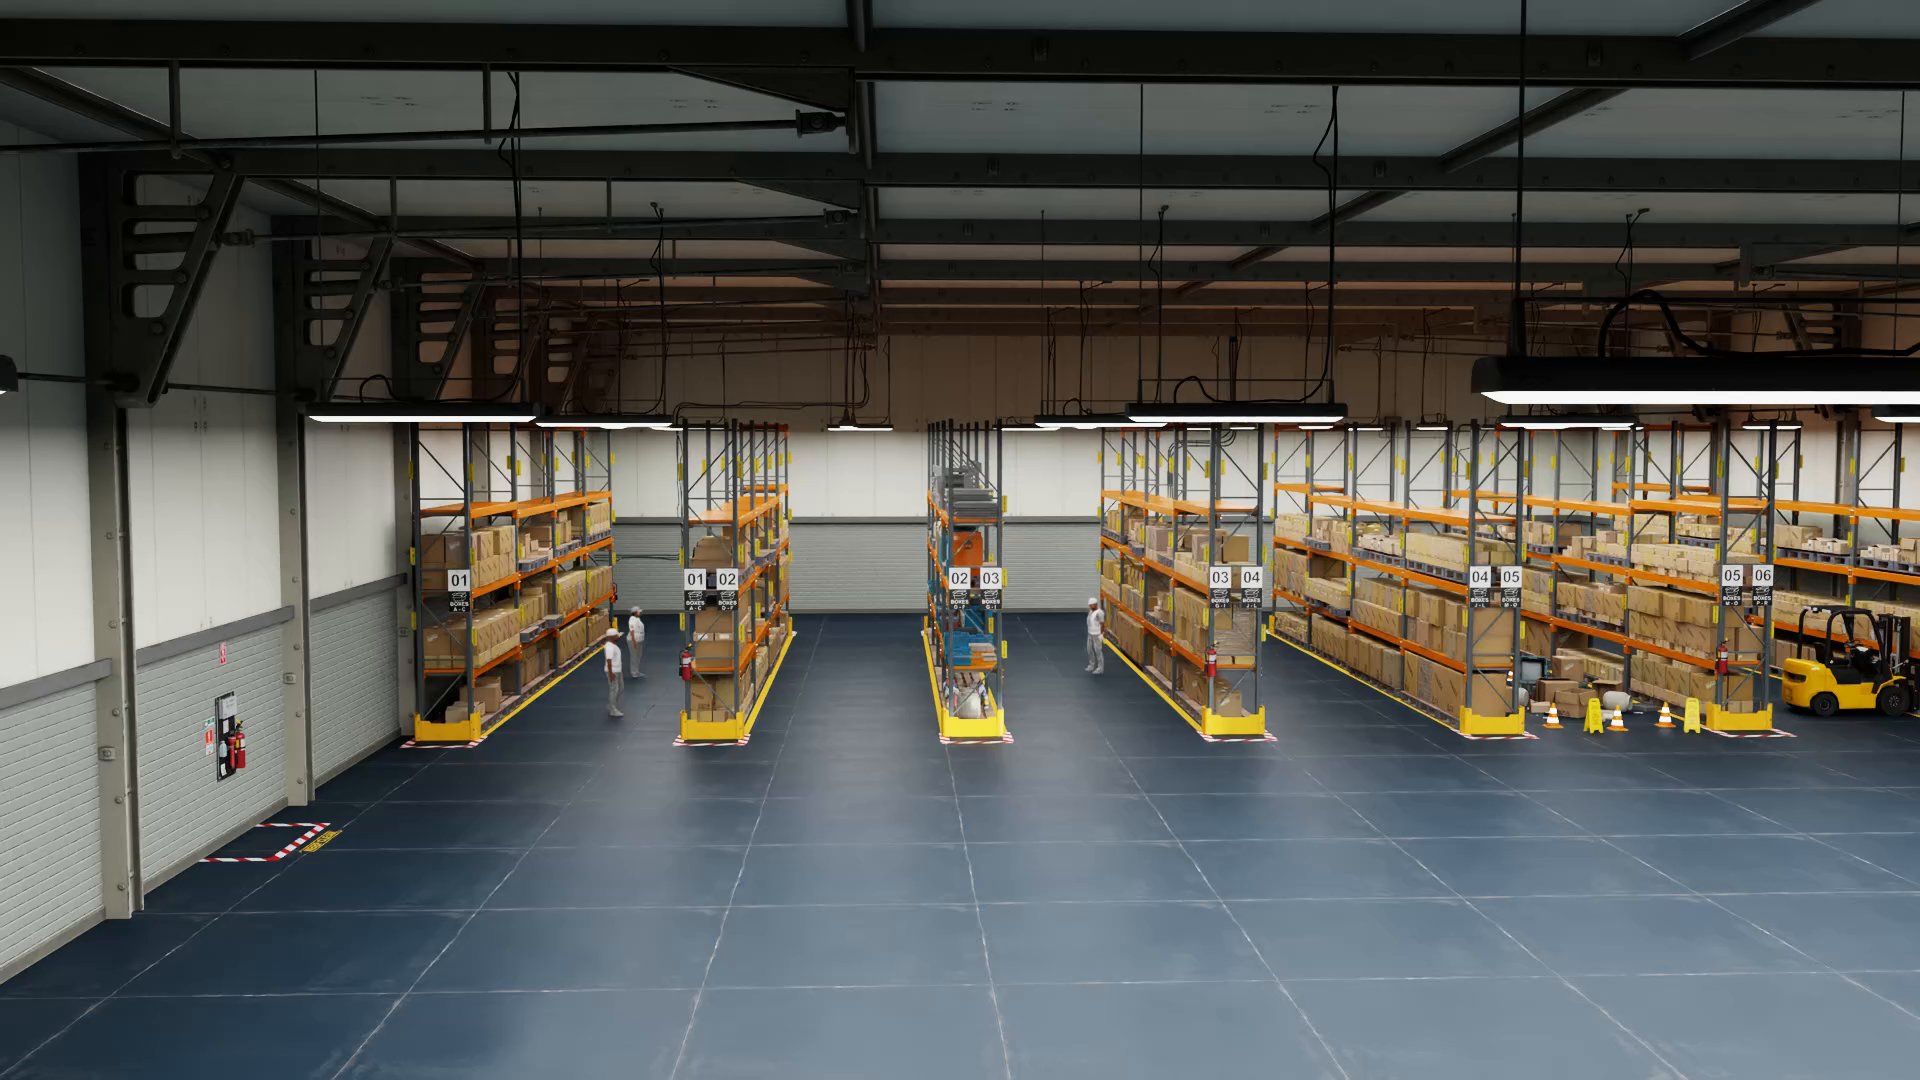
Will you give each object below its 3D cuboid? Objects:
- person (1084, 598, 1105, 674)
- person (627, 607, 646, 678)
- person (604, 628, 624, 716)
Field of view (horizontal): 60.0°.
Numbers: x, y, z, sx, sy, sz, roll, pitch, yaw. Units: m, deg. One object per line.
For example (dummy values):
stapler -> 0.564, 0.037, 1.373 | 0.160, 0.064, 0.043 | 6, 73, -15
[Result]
person -> 3.190, 2.254, 39.498 | 0.414, 1.782, 0.621 | -1, 4, -22
person -> -7.619, 2.393, 39.109 | 0.401, 1.669, 0.533 | 1, 4, 15
person -> -7.068, 2.649, 33.814 | 0.383, 1.710, 0.643 | 0, 4, 4
